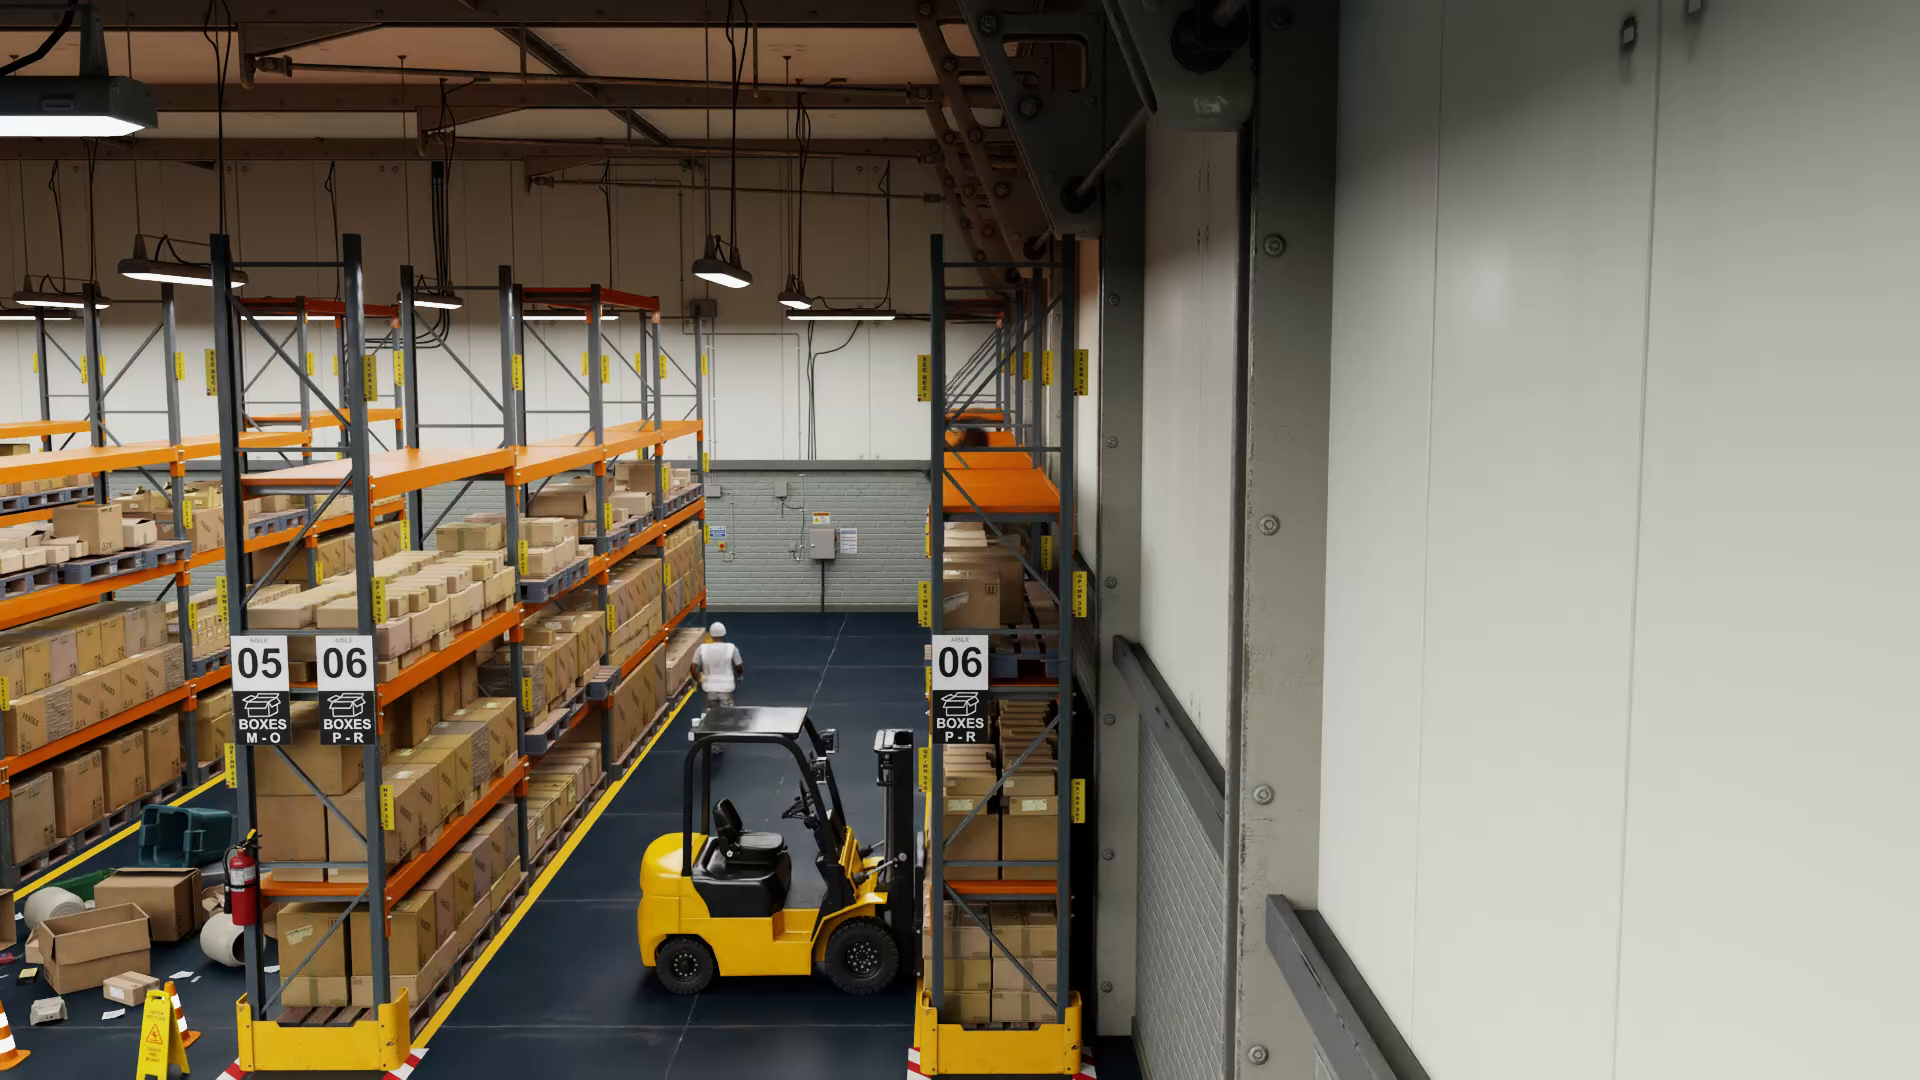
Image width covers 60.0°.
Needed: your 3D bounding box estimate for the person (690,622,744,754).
[{"bbox_3d":[-3.130,1.938,21.445,0.673,1.742,0.785,0,6,-2],"label":"person"}]
